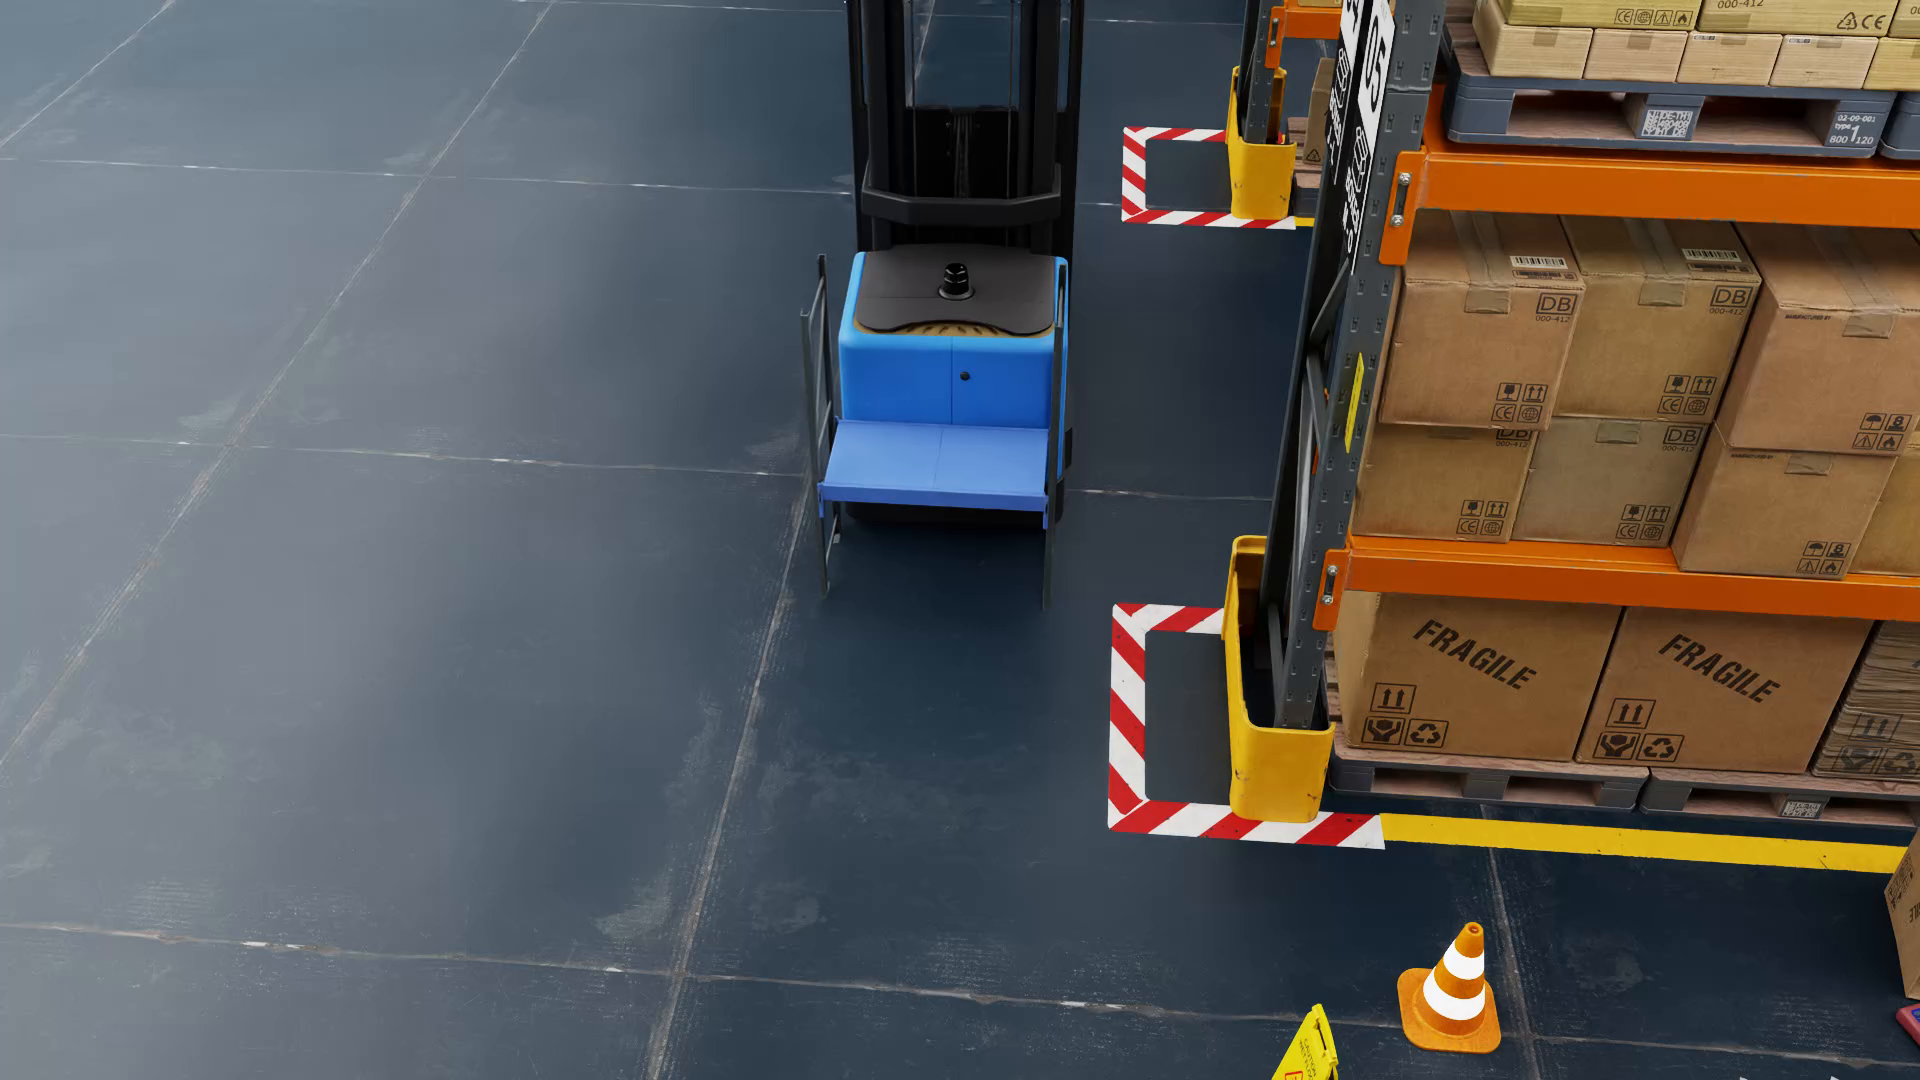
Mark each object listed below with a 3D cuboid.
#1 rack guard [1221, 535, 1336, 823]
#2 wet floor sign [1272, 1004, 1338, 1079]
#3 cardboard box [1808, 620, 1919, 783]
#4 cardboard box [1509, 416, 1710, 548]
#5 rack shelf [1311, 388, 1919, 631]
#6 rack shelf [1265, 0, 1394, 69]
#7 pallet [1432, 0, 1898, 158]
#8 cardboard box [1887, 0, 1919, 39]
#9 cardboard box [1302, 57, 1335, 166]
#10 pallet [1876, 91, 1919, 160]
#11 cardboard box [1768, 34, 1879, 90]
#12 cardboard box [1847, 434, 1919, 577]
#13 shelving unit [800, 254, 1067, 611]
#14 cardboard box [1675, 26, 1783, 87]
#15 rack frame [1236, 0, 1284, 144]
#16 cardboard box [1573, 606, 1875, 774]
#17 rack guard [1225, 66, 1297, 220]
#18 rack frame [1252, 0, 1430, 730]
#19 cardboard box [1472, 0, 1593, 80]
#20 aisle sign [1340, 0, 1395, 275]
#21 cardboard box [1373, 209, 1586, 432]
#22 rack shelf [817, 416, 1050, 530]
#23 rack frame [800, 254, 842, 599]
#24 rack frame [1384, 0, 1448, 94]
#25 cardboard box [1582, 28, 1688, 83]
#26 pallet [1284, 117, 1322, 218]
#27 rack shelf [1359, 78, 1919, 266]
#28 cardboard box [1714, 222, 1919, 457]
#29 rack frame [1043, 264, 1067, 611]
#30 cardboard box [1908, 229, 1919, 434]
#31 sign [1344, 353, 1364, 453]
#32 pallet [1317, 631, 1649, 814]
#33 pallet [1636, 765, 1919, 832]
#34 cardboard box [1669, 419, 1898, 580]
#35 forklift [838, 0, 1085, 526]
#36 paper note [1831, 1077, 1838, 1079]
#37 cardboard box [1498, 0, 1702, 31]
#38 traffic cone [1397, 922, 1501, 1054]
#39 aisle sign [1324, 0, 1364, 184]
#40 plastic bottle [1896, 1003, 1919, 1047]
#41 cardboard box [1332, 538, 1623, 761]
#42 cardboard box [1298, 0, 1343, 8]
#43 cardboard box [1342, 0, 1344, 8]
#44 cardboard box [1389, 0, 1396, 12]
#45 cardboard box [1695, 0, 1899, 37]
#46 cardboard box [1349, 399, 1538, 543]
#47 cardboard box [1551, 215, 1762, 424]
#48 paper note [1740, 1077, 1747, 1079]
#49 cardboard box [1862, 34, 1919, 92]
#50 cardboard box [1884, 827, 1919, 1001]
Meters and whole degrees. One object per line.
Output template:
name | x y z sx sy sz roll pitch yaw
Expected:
rack guard | 1.293 0.548 6.851 0.348 0.500 1.175 3 39 4
wet floor sign | 1.118 1.737 5.275 0.232 0.644 0.267 -3 39 -4
cardboard box | 3.784 0.334 6.484 0.875 0.875 0.875 3 39 4
cardboard box | 2.241 -0.470 6.003 0.550 0.550 0.875 3 39 4
rack shelf | 3.310 -0.032 6.153 4.000 0.370 1.077 3 39 4
rack shelf | 3.839 -3.146 9.979 4.000 0.370 1.077 3 39 4
pallet | 2.057 -1.515 5.100 1.213 0.211 1.003 3 39 4
cardboard box | 2.785 -1.600 4.606 0.500 0.250 0.500 3 39 3
cardboard box | 2.467 -2.683 10.488 0.500 0.500 0.500 10 40 12
pallet | 3.276 -1.450 5.020 1.213 0.211 1.003 3 39 4
cardboard box | 2.387 -1.426 4.708 0.250 0.149 0.380 3 39 4
cardboard box | 3.319 -0.358 5.865 0.500 0.550 0.875 3 39 4
shelving unit | -0.096 -0.444 7.278 1.048 1.500 0.538 3 39 4
cardboard box | 2.135 -1.440 4.724 0.250 0.149 0.380 3 39 4
rack frame | 1.846 -3.534 9.886 0.127 3.000 1.000 3 39 4
cardboard box | 2.875 0.283 6.547 0.875 0.875 0.875 3 39 3
rack guard | 1.922 -2.560 10.670 0.348 0.500 1.175 3 39 4
rack frame | 1.317 -0.420 6.060 0.127 3.000 1.000 3 39 4
cardboard box | 1.631 -1.467 4.758 0.250 0.149 0.380 3 39 4
aisle sign | 1.221 -1.243 5.012 0.004 0.787 0.394 3 39 4
cardboard box | 1.684 -0.852 5.617 0.550 0.550 0.875 3 39 4
rack shelf | -0.096 -0.304 7.391 1.000 0.185 0.538 3 39 4
rack frame | -0.603 -0.471 7.311 0.032 1.500 0.500 3 39 4
rack frame | 1.317 -2.747 4.166 0.127 3.000 1.000 3 39 4
cardboard box | 1.885 -1.454 4.741 0.250 0.149 0.380 3 39 4
pallet | 2.728 -2.382 10.679 1.213 0.211 1.003 3 39 4
rack shelf | 3.310 -1.195 5.207 4.000 0.370 1.077 3 39 4
cardboard box | 2.786 -0.764 5.509 0.550 0.550 0.875 3 39 4
rack frame | 0.410 -0.417 7.245 0.032 1.500 0.500 3 39 4
cardboard box | 3.325 -0.817 5.574 0.500 0.550 0.875 3 39 4
sign | 1.264 -0.438 5.333 0.005 0.325 0.100 3 39 4
pallet | 2.121 0.656 6.947 1.213 0.211 1.003 3 39 4
pallet | 3.333 0.724 6.864 1.213 0.211 1.003 3 39 4
cardboard box | 2.788 -0.361 5.869 0.550 0.550 0.875 3 39 4
forklift | 0.039 -2.113 8.194 1.130 2.935 3.031 2 39 2
paper note | 3.012 1.859 5.629 0.123 0.001 0.032 24 45 26
cardboard box | 1.776 -1.654 4.672 0.500 0.250 0.500 3 39 4
traffic cone | 1.724 1.486 5.728 0.334 0.463 0.336 3 39 4
aisle sign | 1.273 -1.621 5.476 0.004 0.787 0.394 3 39 4
plastic bottle | 3.386 1.735 5.741 0.133 0.061 0.283 -10 40 -12
cardboard box | 1.999 0.237 6.604 0.875 0.875 0.875 3 39 4
cardboard box | 2.109 -3.271 9.762 0.250 0.149 0.380 3 39 4
cardboard box | 2.357 -3.245 9.730 0.250 0.149 0.380 3 39 4
cardboard box | 2.605 -3.222 9.702 0.250 0.149 0.380 3 39 4
cardboard box | 2.282 -1.627 4.639 0.500 0.250 0.500 3 39 3
cardboard box | 1.691 -0.486 6.023 0.550 0.550 0.875 3 39 4
cardboard box | 2.240 -0.880 5.652 0.550 0.550 0.875 3 39 4
paper note | 2.692 1.883 5.584 0.142 0.017 0.144 16 42 19
cardboard box | 2.637 -1.412 4.690 0.250 0.149 0.380 3 39 4
cardboard box | 3.667 1.327 5.892 0.500 0.500 0.500 10 40 12
